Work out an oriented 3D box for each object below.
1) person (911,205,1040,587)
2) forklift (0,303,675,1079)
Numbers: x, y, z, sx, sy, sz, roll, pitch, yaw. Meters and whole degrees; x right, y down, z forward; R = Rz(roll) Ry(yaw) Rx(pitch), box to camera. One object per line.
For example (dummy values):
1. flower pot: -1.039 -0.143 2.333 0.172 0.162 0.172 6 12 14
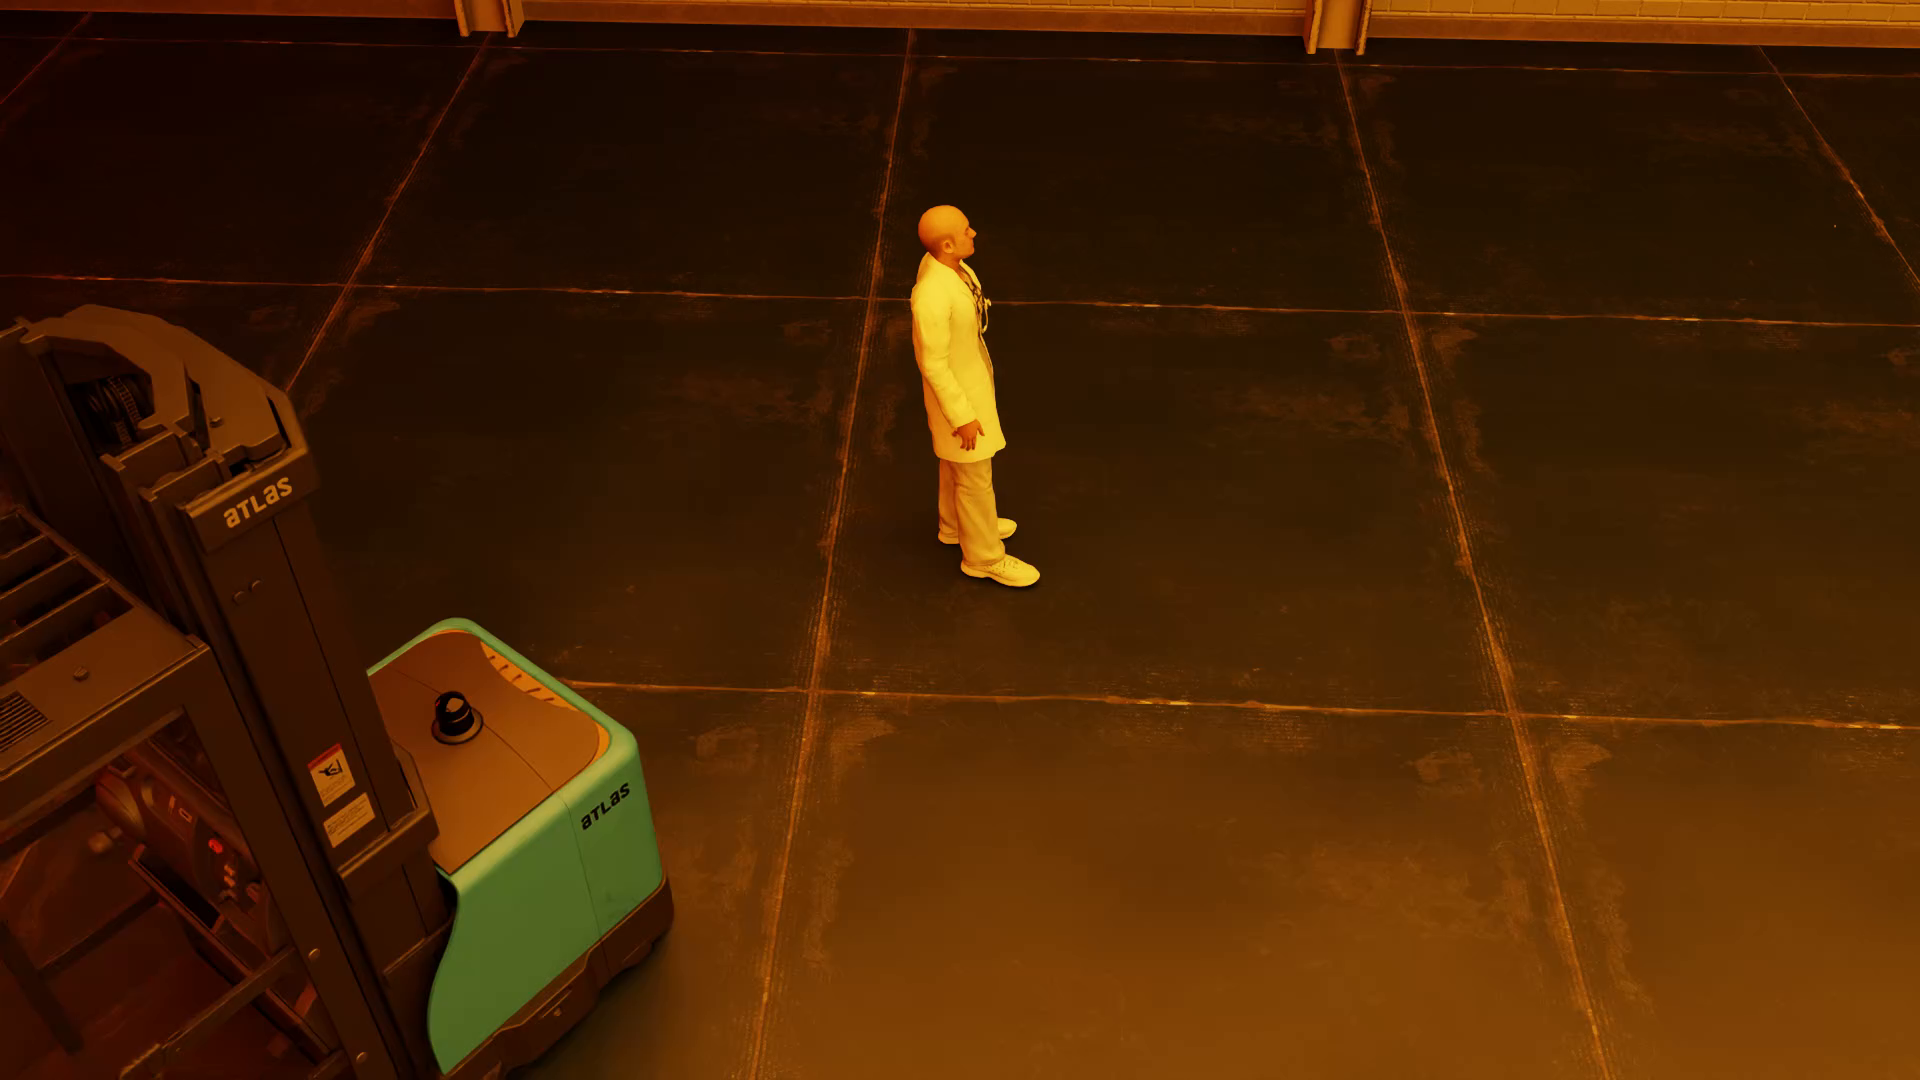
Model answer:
1. person: 0.091 -0.656 7.306 0.578 1.778 0.696 2 42 2
2. forklift: -2.393 0.943 4.709 1.130 2.935 3.031 29 50 28
